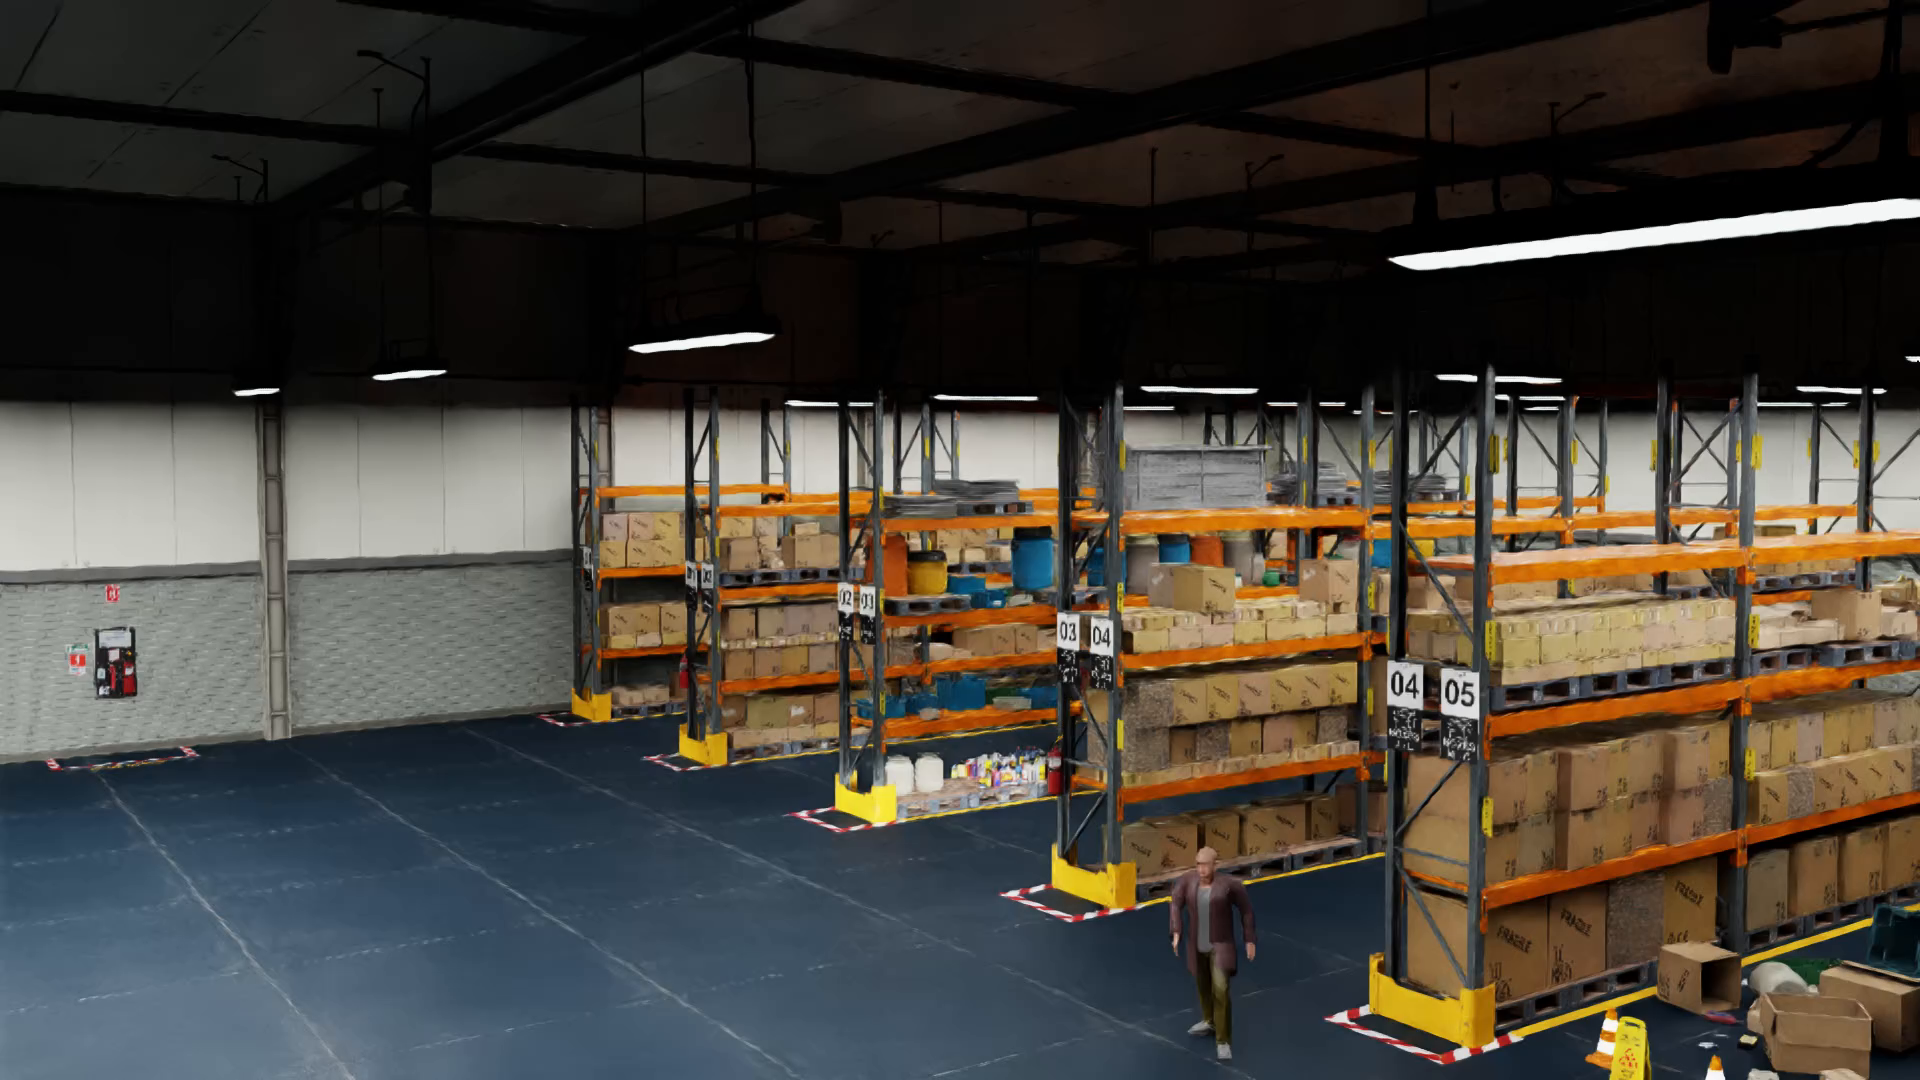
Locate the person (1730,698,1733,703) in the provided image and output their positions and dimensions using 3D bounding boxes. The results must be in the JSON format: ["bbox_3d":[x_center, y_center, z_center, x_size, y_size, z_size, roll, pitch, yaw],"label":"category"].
[{"bbox_3d":[10.908,2.936,23.241,0.412,1.655,0.542,2,4,30],"label":"person"}]

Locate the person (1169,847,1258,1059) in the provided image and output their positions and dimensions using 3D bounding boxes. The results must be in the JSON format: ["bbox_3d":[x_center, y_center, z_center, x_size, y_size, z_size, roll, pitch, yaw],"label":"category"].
[{"bbox_3d":[2.140,3.443,14.143,0.719,1.726,0.815,2,4,34],"label":"person"}]
